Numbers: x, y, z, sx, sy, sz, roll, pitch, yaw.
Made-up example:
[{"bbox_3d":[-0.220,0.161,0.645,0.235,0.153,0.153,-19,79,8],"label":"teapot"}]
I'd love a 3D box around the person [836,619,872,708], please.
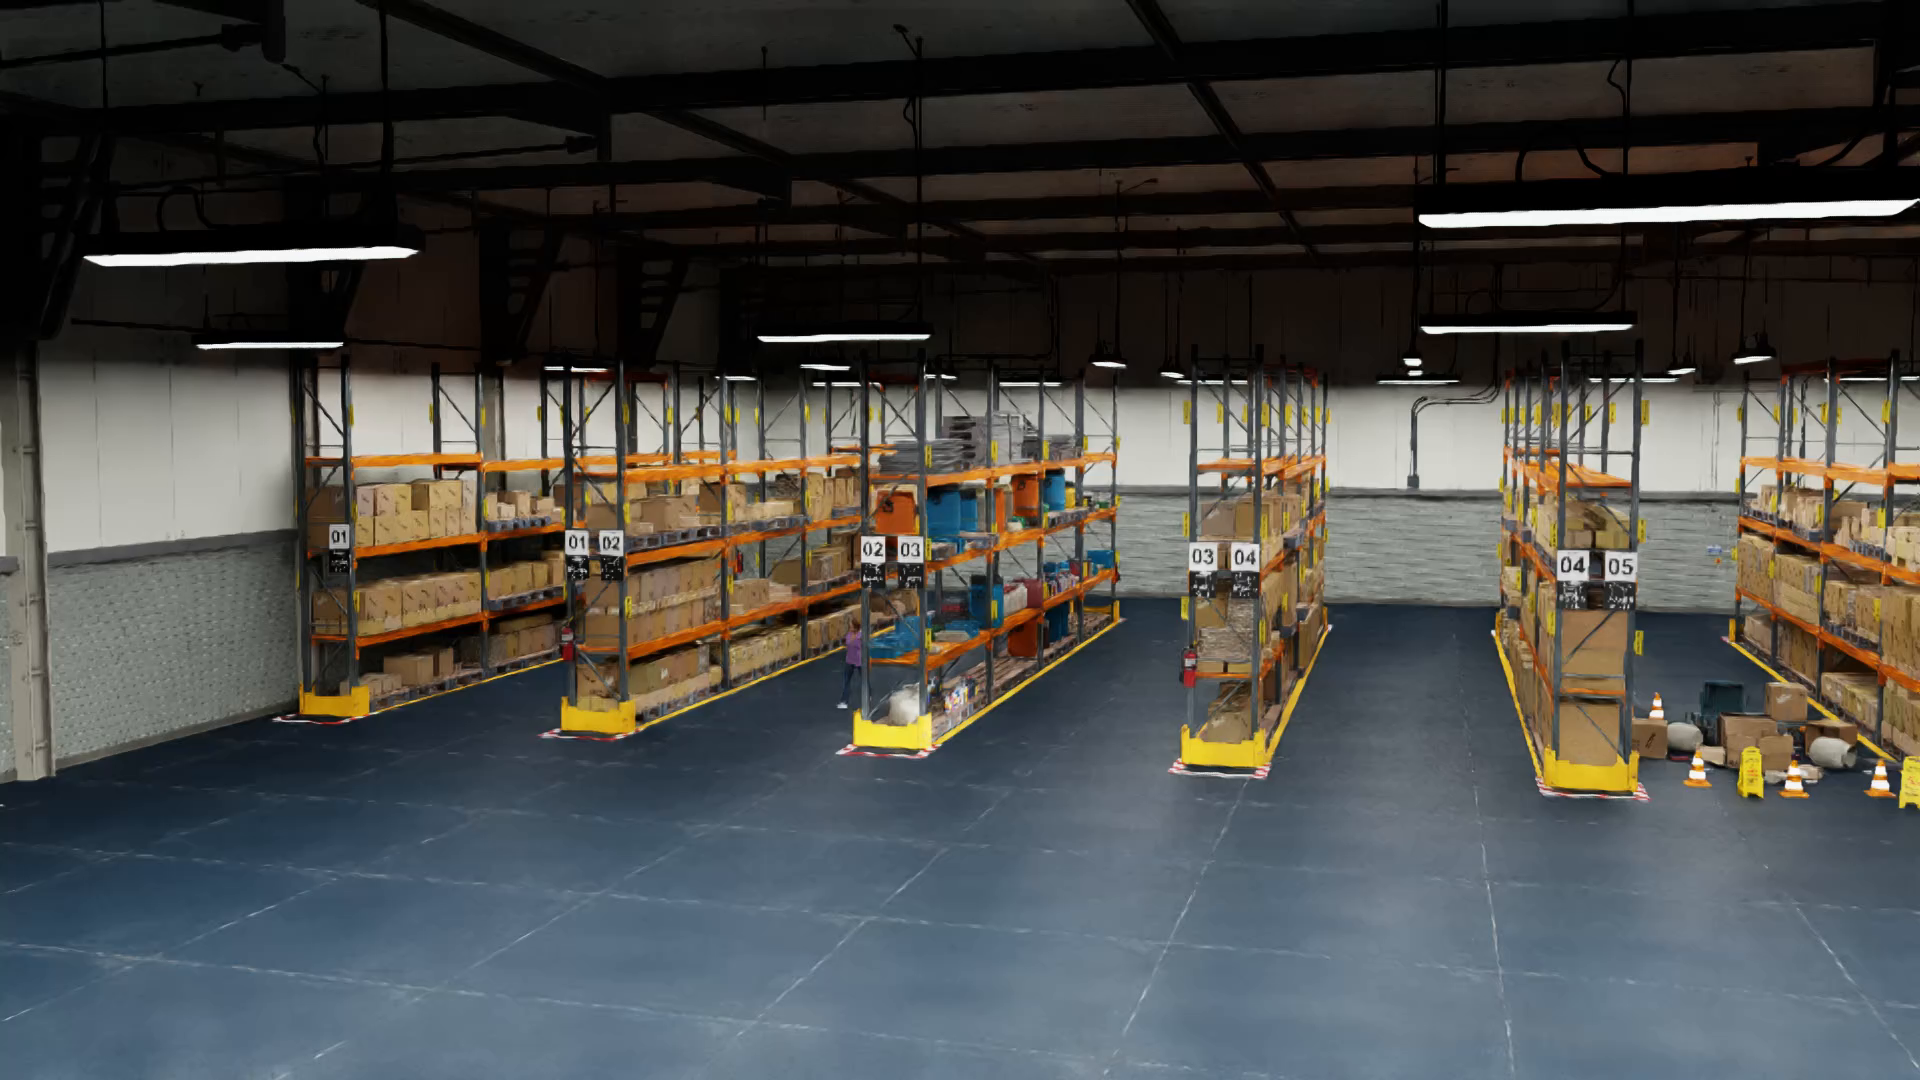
[{"bbox_3d":[-1.775,2.090,28.517,0.419,1.514,1.043,1,5,18],"label":"person"}]

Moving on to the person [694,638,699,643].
[{"bbox_3d":[-5.611,1.626,33.759,0.534,1.657,1.041,2,5,25],"label":"person"}]
